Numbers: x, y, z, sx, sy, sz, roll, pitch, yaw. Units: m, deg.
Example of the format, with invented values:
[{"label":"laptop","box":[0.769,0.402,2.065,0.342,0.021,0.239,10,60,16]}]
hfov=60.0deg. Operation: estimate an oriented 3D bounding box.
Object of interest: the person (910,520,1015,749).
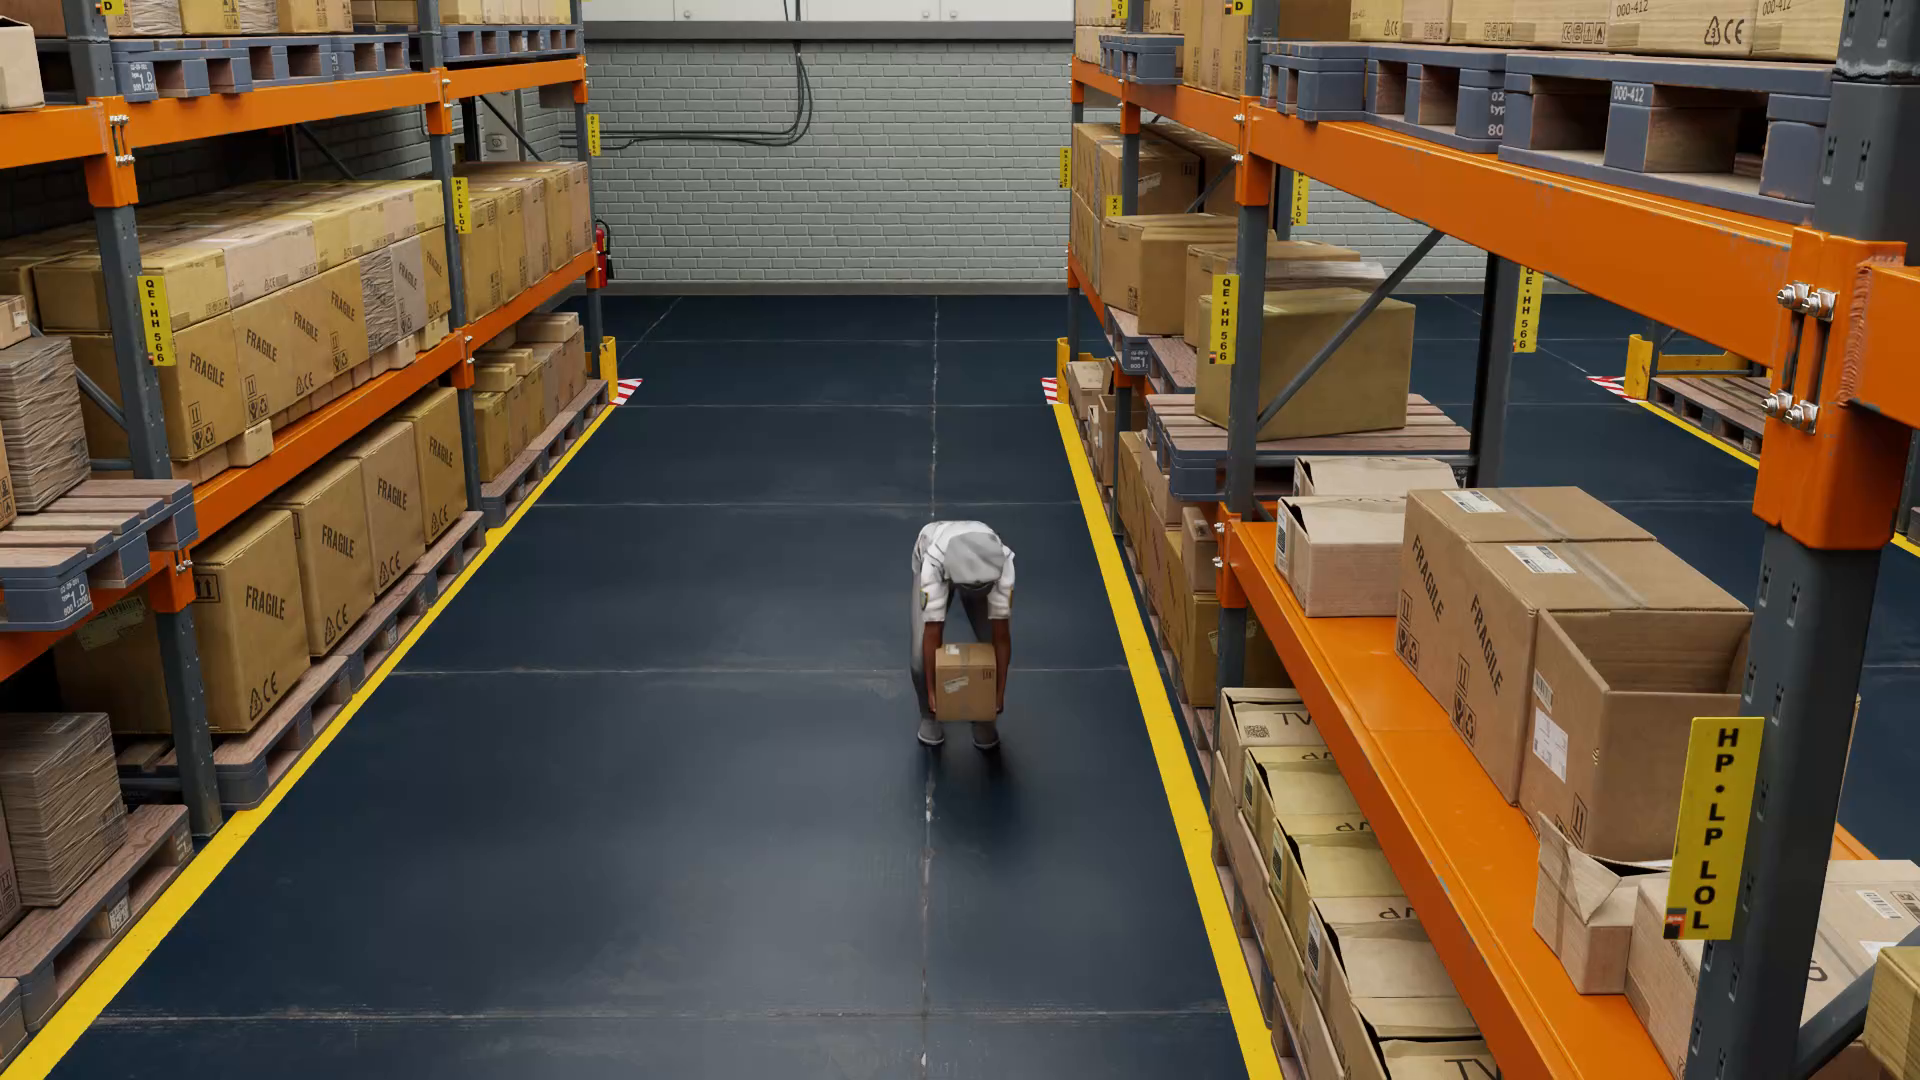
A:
[{"label":"person","box":[0.006,0.408,7.185,0.443,1.102,0.930,-1,17,-4]}]
